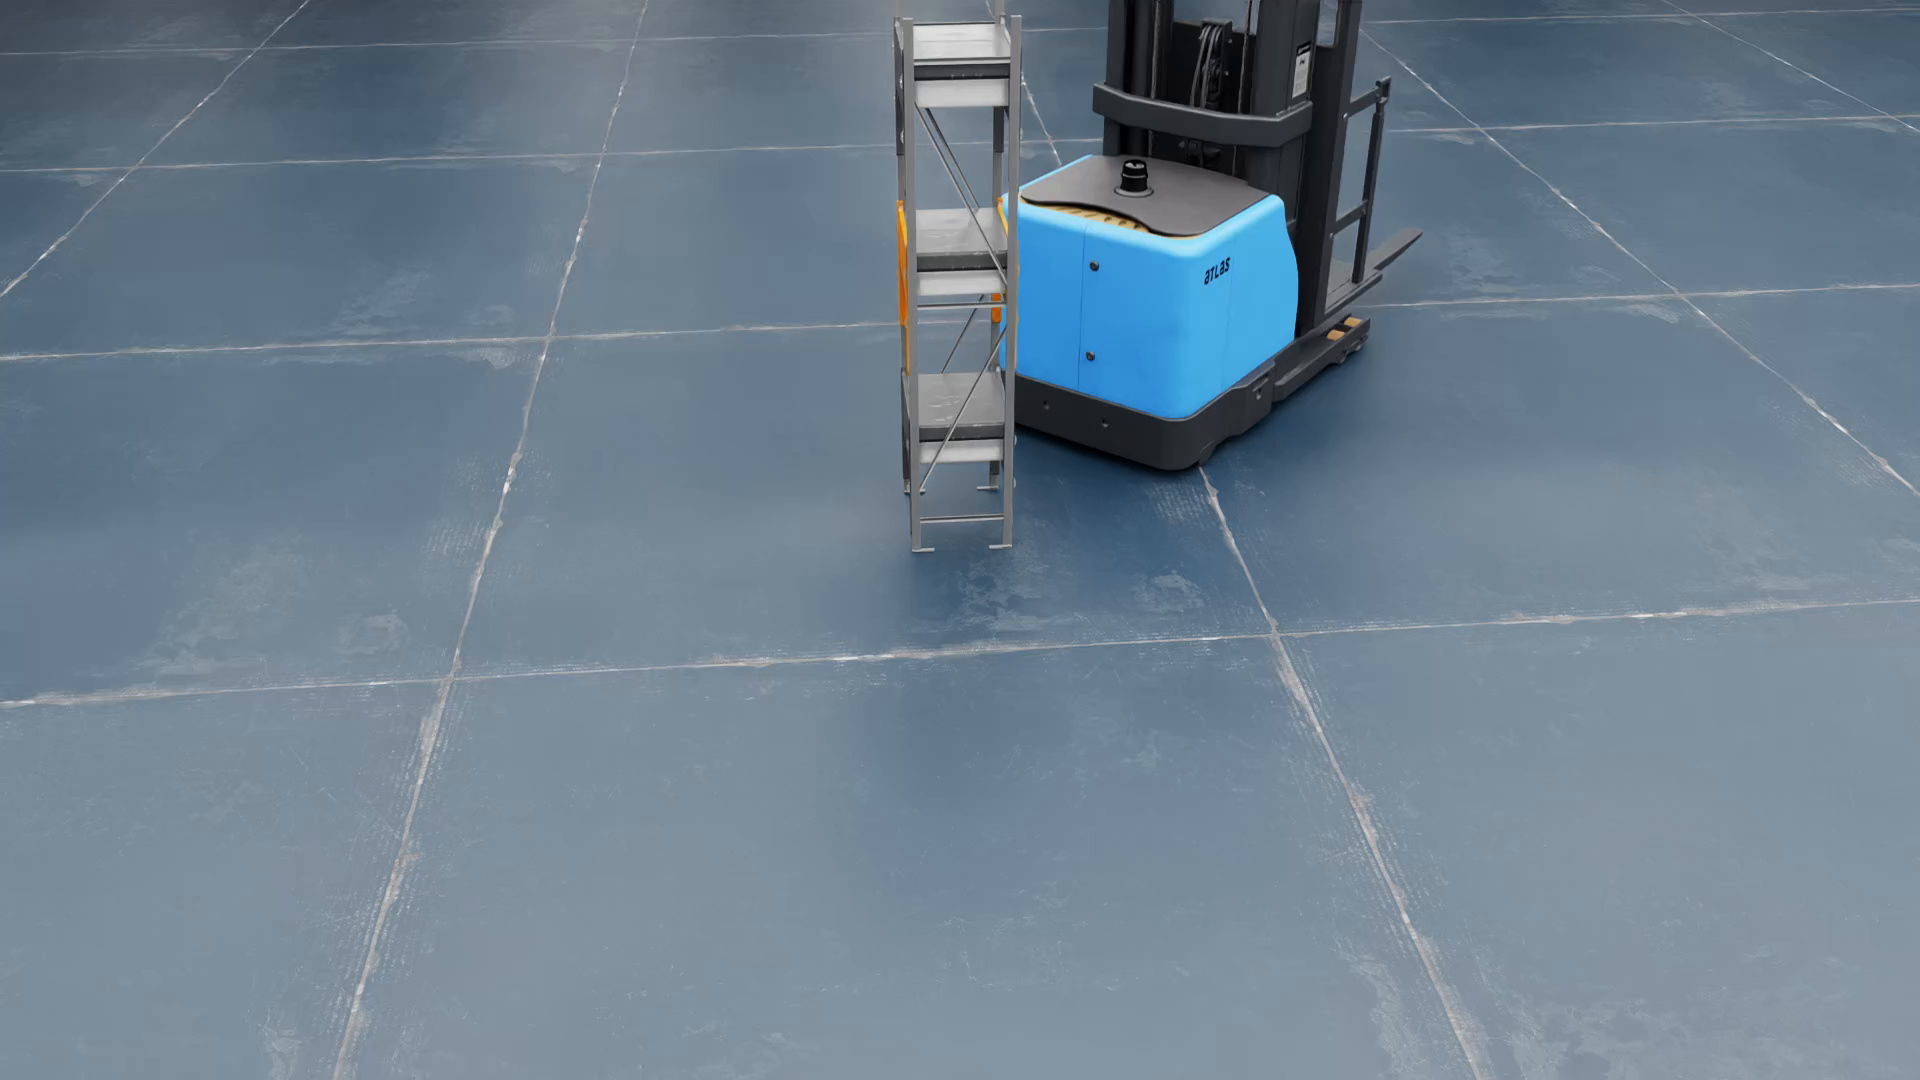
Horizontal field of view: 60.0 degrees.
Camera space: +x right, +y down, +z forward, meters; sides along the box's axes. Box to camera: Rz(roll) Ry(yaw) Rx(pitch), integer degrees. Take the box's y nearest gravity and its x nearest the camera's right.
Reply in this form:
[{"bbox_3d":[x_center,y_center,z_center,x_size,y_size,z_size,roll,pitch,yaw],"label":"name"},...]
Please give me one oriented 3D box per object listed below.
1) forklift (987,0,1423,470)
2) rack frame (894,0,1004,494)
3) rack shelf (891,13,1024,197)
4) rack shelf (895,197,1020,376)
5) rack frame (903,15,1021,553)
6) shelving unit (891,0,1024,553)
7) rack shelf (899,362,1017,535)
[{"bbox_3d":[1.398,-2.257,7.670,1.130,2.935,3.031,21,36,30],"label":"forklift"},{"bbox_3d":[-0.038,-1.111,6.562,0.400,2.100,0.015,-3,31,-5],"label":"rack frame"},{"bbox_3d":[-0.015,-1.575,6.001,0.431,0.518,0.480,-3,31,-5],"label":"rack shelf"},{"bbox_3d":[-0.015,-0.974,6.360,0.431,0.518,0.480,-3,31,-5],"label":"rack shelf"},{"bbox_3d":[0.007,-0.861,6.144,0.400,2.100,0.015,-3,31,-5],"label":"rack frame"},{"bbox_3d":[-0.015,-0.986,6.353,0.431,2.100,0.503,-3,31,-5],"label":"shelving unit"},{"bbox_3d":[-0.015,-0.373,6.719,0.431,0.518,0.480,-3,31,-5],"label":"rack shelf"}]
